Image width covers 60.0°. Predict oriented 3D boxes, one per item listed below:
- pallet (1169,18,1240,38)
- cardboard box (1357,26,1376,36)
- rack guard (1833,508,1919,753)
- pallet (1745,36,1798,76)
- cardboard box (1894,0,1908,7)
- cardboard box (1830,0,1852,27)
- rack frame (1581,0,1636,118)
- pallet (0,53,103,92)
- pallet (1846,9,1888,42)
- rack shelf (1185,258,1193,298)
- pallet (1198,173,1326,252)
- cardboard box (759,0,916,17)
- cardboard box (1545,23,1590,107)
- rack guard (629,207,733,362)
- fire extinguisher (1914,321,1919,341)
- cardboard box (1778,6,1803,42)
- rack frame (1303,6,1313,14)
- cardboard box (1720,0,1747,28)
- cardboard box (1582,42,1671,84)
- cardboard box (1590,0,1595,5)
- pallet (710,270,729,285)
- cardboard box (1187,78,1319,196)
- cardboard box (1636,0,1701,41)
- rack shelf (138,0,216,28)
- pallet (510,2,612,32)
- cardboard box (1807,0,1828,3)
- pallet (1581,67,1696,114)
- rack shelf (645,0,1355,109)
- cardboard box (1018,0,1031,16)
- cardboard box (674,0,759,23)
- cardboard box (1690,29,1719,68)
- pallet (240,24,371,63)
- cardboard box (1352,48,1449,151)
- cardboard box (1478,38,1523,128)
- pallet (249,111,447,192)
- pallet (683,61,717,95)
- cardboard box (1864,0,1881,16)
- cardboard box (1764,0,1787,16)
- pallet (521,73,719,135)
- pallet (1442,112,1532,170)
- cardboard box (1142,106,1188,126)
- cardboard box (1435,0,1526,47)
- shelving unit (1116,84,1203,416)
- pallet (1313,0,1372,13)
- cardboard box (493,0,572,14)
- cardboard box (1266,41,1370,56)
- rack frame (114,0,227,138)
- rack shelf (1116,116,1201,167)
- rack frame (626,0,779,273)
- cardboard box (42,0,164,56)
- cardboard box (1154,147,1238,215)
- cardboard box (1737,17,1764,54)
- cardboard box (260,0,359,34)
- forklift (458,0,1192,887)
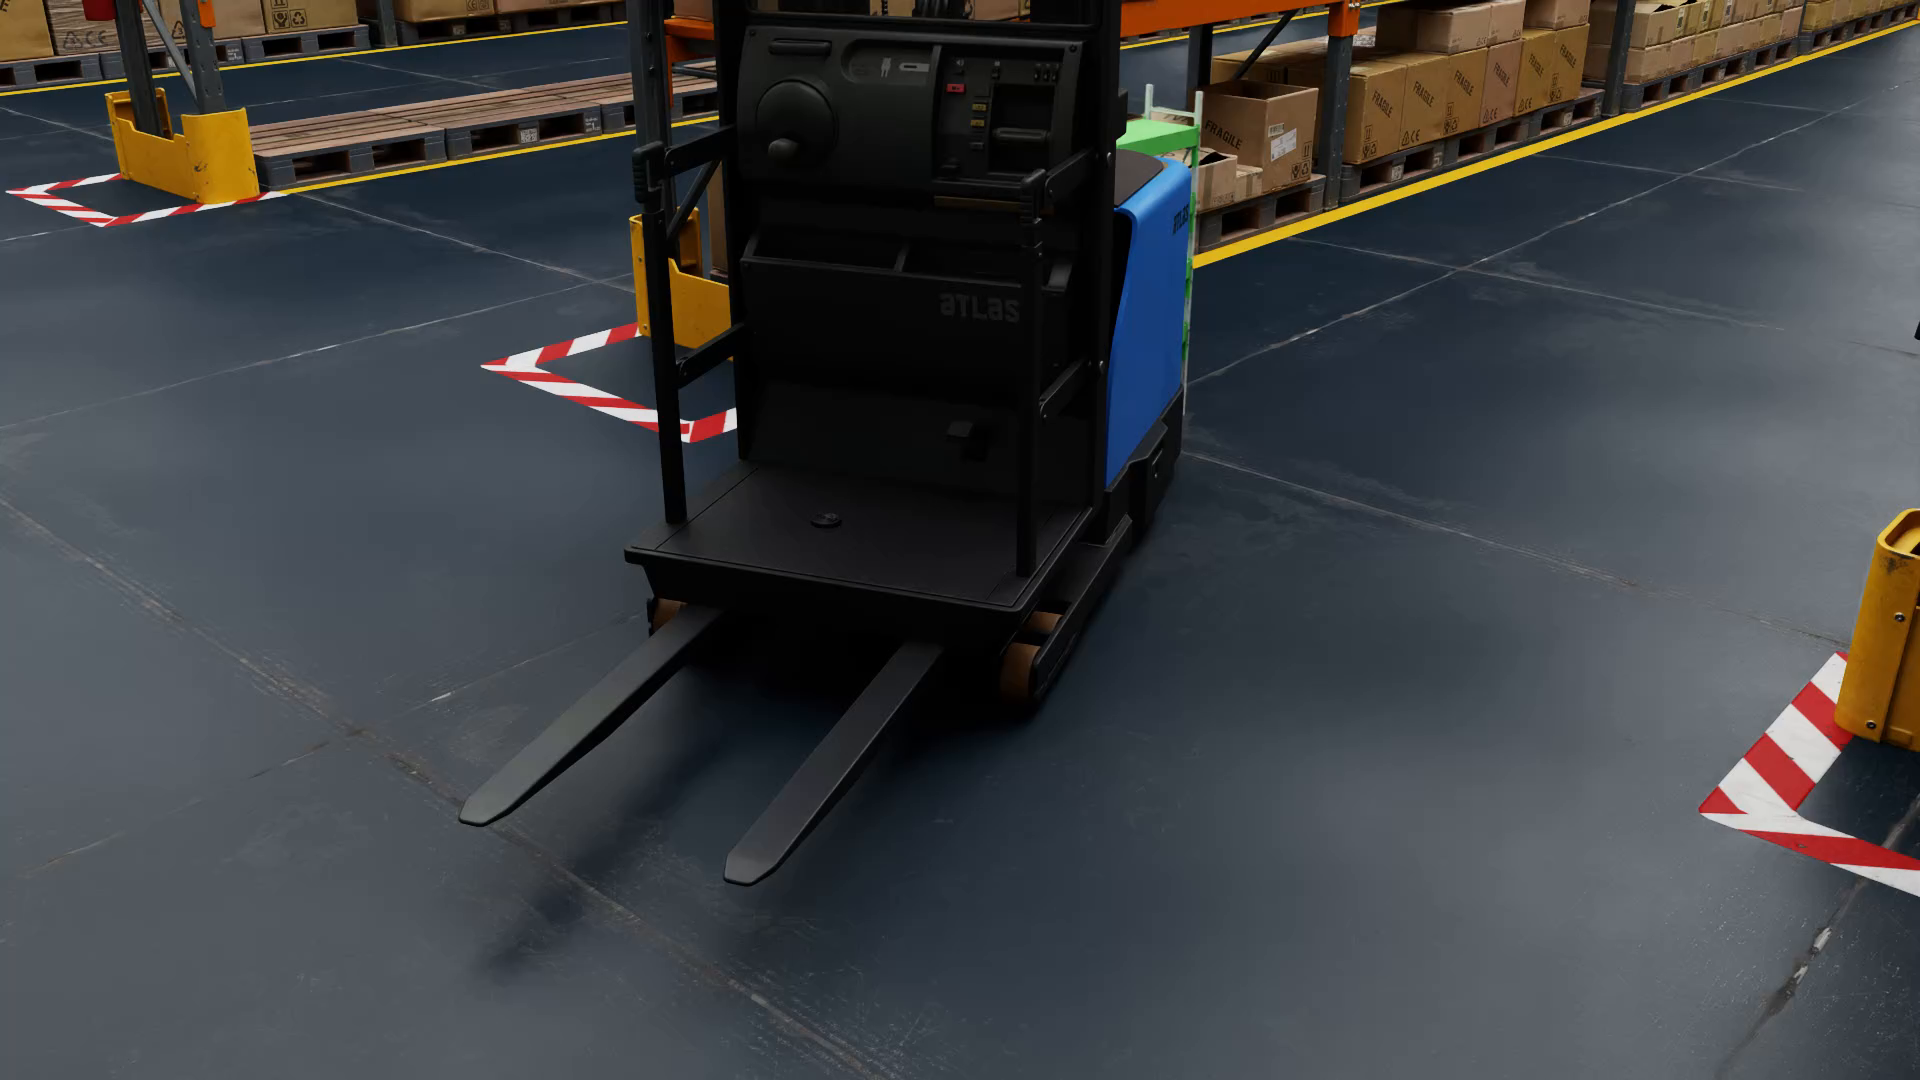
[{"bbox_3d":[2.078,-5.265,16.734,1.003,0.211,1.213,20,31,38],"label":"pallet"},{"bbox_3d":[2.859,-3.115,11.048,0.500,0.500,0.500,19,30,36],"label":"cardboard box"},{"bbox_3d":[2.740,0.349,3.861,1.175,0.500,0.348,20,31,38],"label":"rack guard"},{"bbox_3d":[6.611,-4.299,14.581,1.003,0.211,1.213,20,31,38],"label":"pallet"},{"bbox_3d":[9.280,-5.563,16.838,0.500,0.250,0.500,20,31,38],"label":"cardboard box"},{"bbox_3d":[7.946,-4.953,15.479,0.500,0.250,0.500,20,31,38],"label":"cardboard box"},{"bbox_3d":[4.404,-4.588,11.817,1.000,3.000,0.127,20,31,38],"label":"rack frame"},{"bbox_3d":[-7.835,-3.849,13.578,1.003,0.211,1.213,20,31,38],"label":"pallet"},{"bbox_3d":[8.450,-5.139,16.453,1.003,0.211,1.213,20,31,38],"label":"pallet"},{"bbox_3d":[0.590,-0.920,5.992,0.258,0.148,0.480,21,32,39],"label":"rack shelf"},{"bbox_3d":[1.275,-1.888,9.203,1.003,0.211,1.213,20,31,38],"label":"pallet"},{"bbox_3d":[-0.443,-2.260,6.501,0.500,0.500,0.500,21,32,39],"label":"cardboard box"},{"bbox_3d":[3.954,-3.299,11.460,0.500,0.500,0.500,22,32,39],"label":"cardboard box"},{"bbox_3d":[-0.885,-1.033,6.944,1.175,0.500,0.348,20,31,38],"label":"rack guard"},{"bbox_3d":[2.312,-0.674,3.637,0.296,0.674,0.183,20,31,38],"label":"fire extinguisher"},{"bbox_3d":[7.013,-4.538,14.553,0.500,0.250,0.500,20,31,37],"label":"cardboard box"},{"bbox_3d":[3.387,-7.161,17.554,1.000,3.000,0.127,20,31,38],"label":"rack frame"},{"bbox_3d":[6.001,-4.334,13.413,0.500,0.311,0.500,20,31,37],"label":"cardboard box"},{"bbox_3d":[4.972,-3.605,12.470,0.500,0.250,0.500,20,31,37],"label":"cardboard box"},{"bbox_3d":[4.570,-4.008,12.685,0.500,0.311,0.500,21,32,39],"label":"cardboard box"},{"bbox_3d":[-0.353,-1.145,7.545,1.003,0.211,1.213,20,31,38],"label":"pallet"},{"bbox_3d":[1.565,-2.179,8.960,0.500,0.500,0.500,20,31,38],"label":"cardboard box"},{"bbox_3d":[5.316,-4.023,12.718,0.500,0.311,0.500,19,31,36],"label":"cardboard box"},{"bbox_3d":[-3.287,-3.786,10.906,1.077,0.370,4.000,20,31,38],"label":"rack shelf"},{"bbox_3d":[-4.367,-5.432,17.108,1.003,0.211,1.213,20,31,38],"label":"pallet"},{"bbox_3d":[7.616,-5.142,14.982,0.500,0.500,0.500,20,31,38],"label":"cardboard box"},{"bbox_3d":[4.982,-3.556,12.923,1.003,0.211,1.213,20,31,38],"label":"pallet"},{"bbox_3d":[0.399,-2.432,7.887,1.077,0.370,4.000,20,31,38],"label":"rack shelf"},{"bbox_3d":[0.235,-2.570,7.194,0.500,0.500,0.500,20,31,37],"label":"cardboard box"},{"bbox_3d":[-0.839,-2.407,6.830,0.500,0.500,0.500,21,32,39],"label":"cardboard box"},{"bbox_3d":[5.649,-3.918,13.169,0.500,0.250,0.500,19,30,36],"label":"cardboard box"},{"bbox_3d":[-6.206,-4.593,15.236,1.003,0.211,1.213,20,31,38],"label":"pallet"},{"bbox_3d":[2.586,-2.676,10.070,0.500,0.500,0.500,21,31,38],"label":"cardboard box"},{"bbox_3d":[3.263,-2.980,10.748,0.500,0.500,0.500,19,30,36],"label":"cardboard box"},{"bbox_3d":[-4.042,-2.473,10.507,1.003,0.211,1.213,20,31,38],"label":"pallet"},{"bbox_3d":[-1.406,-3.674,13.187,1.003,0.211,1.213,20,31,38],"label":"pallet"},{"bbox_3d":[8.613,-5.258,16.159,0.500,0.250,0.500,20,31,38],"label":"cardboard box"},{"bbox_3d":[6.674,-4.638,14.090,0.500,0.311,0.500,21,32,39],"label":"cardboard box"},{"bbox_3d":[-2.414,-3.216,12.165,1.003,0.211,1.213,20,31,38],"label":"pallet"},{"bbox_3d":[3.063,-2.729,11.078,1.003,0.211,1.213,20,31,38],"label":"pallet"},{"bbox_3d":[1.293,-2.275,9.405,0.500,0.311,0.500,20,31,38],"label":"cardboard box"},{"bbox_3d":[3.240,-3.310,10.568,0.500,0.250,0.500,19,31,37],"label":"cardboard box"},{"bbox_3d":[0.590,-0.979,5.966,0.258,1.200,0.503,21,32,39],"label":"shelving unit"},{"bbox_3d":[3.867,-6.081,18.555,1.003,0.211,1.213,20,31,38],"label":"pallet"},{"bbox_3d":[-4.632,-5.771,16.538,1.225,0.875,0.875,19,30,36],"label":"cardboard box"},{"bbox_3d":[2.186,-2.807,10.361,0.500,0.500,0.500,20,31,38],"label":"cardboard box"},{"bbox_3d":[-4.622,-3.504,9.400,1.000,3.000,0.127,20,31,38],"label":"rack frame"},{"bbox_3d":[0.590,-1.358,5.796,0.258,0.148,0.480,21,32,39],"label":"rack shelf"},{"bbox_3d":[-0.935,-2.151,6.381,1.000,3.000,0.127,20,31,38],"label":"rack frame"},{"bbox_3d":[-7.335,-4.573,13.867,0.875,0.875,0.875,20,31,38],"label":"cardboard box"},{"bbox_3d":[1.065,-1.864,8.489,0.500,0.311,0.500,20,31,38],"label":"cardboard box"},{"bbox_3d":[6.333,-4.229,13.863,0.500,0.250,0.500,21,32,39],"label":"cardboard box"},{"bbox_3d":[-6.140,-5.118,15.083,0.875,0.875,0.875,20,31,38],"label":"cardboard box"},{"bbox_3d":[-0.211,-1.095,4.111,1.130,2.935,3.031,8,25,18],"label":"forklift"}]
